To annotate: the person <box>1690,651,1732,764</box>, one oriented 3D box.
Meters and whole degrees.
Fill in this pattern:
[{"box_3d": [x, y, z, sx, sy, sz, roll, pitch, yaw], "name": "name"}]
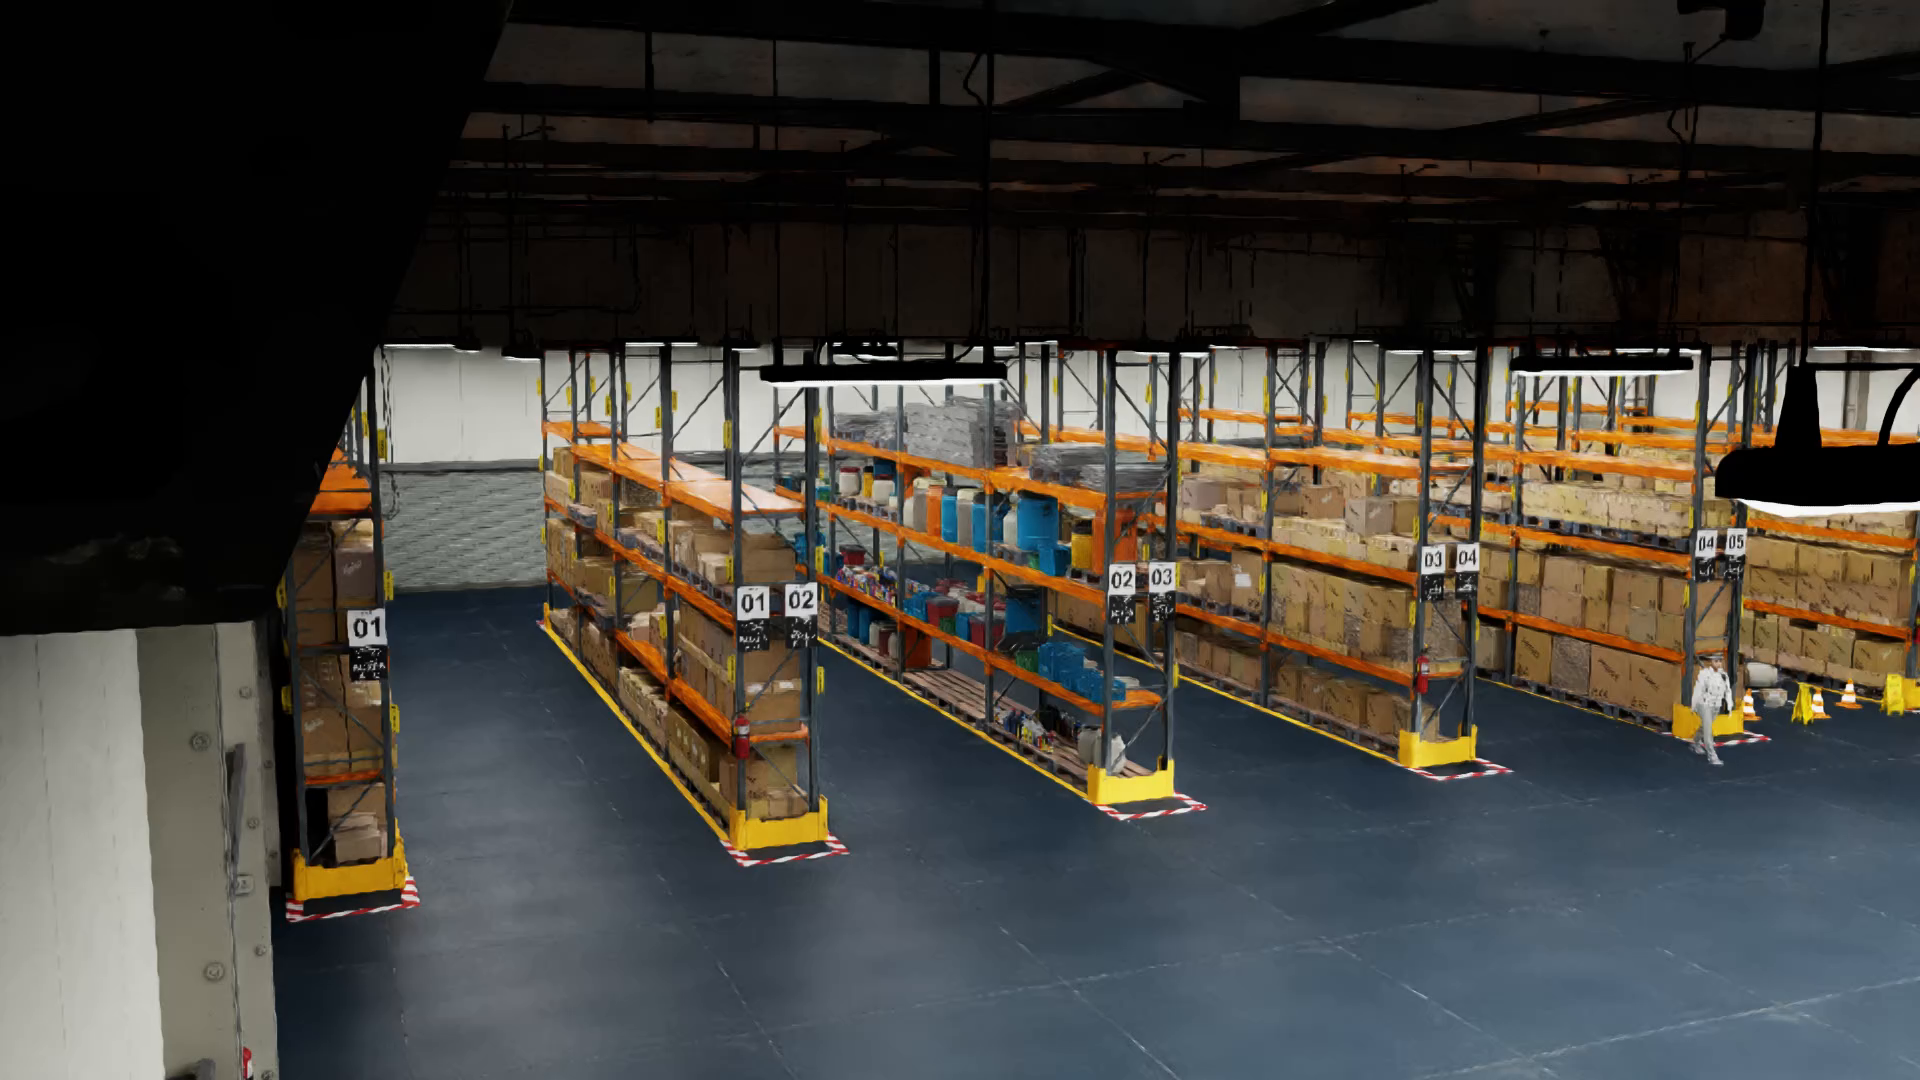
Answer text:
[{"box_3d": [10.891, 2.387, 24.095, 0.410, 1.614, 0.991, -2, 8, -12], "name": "person"}]
